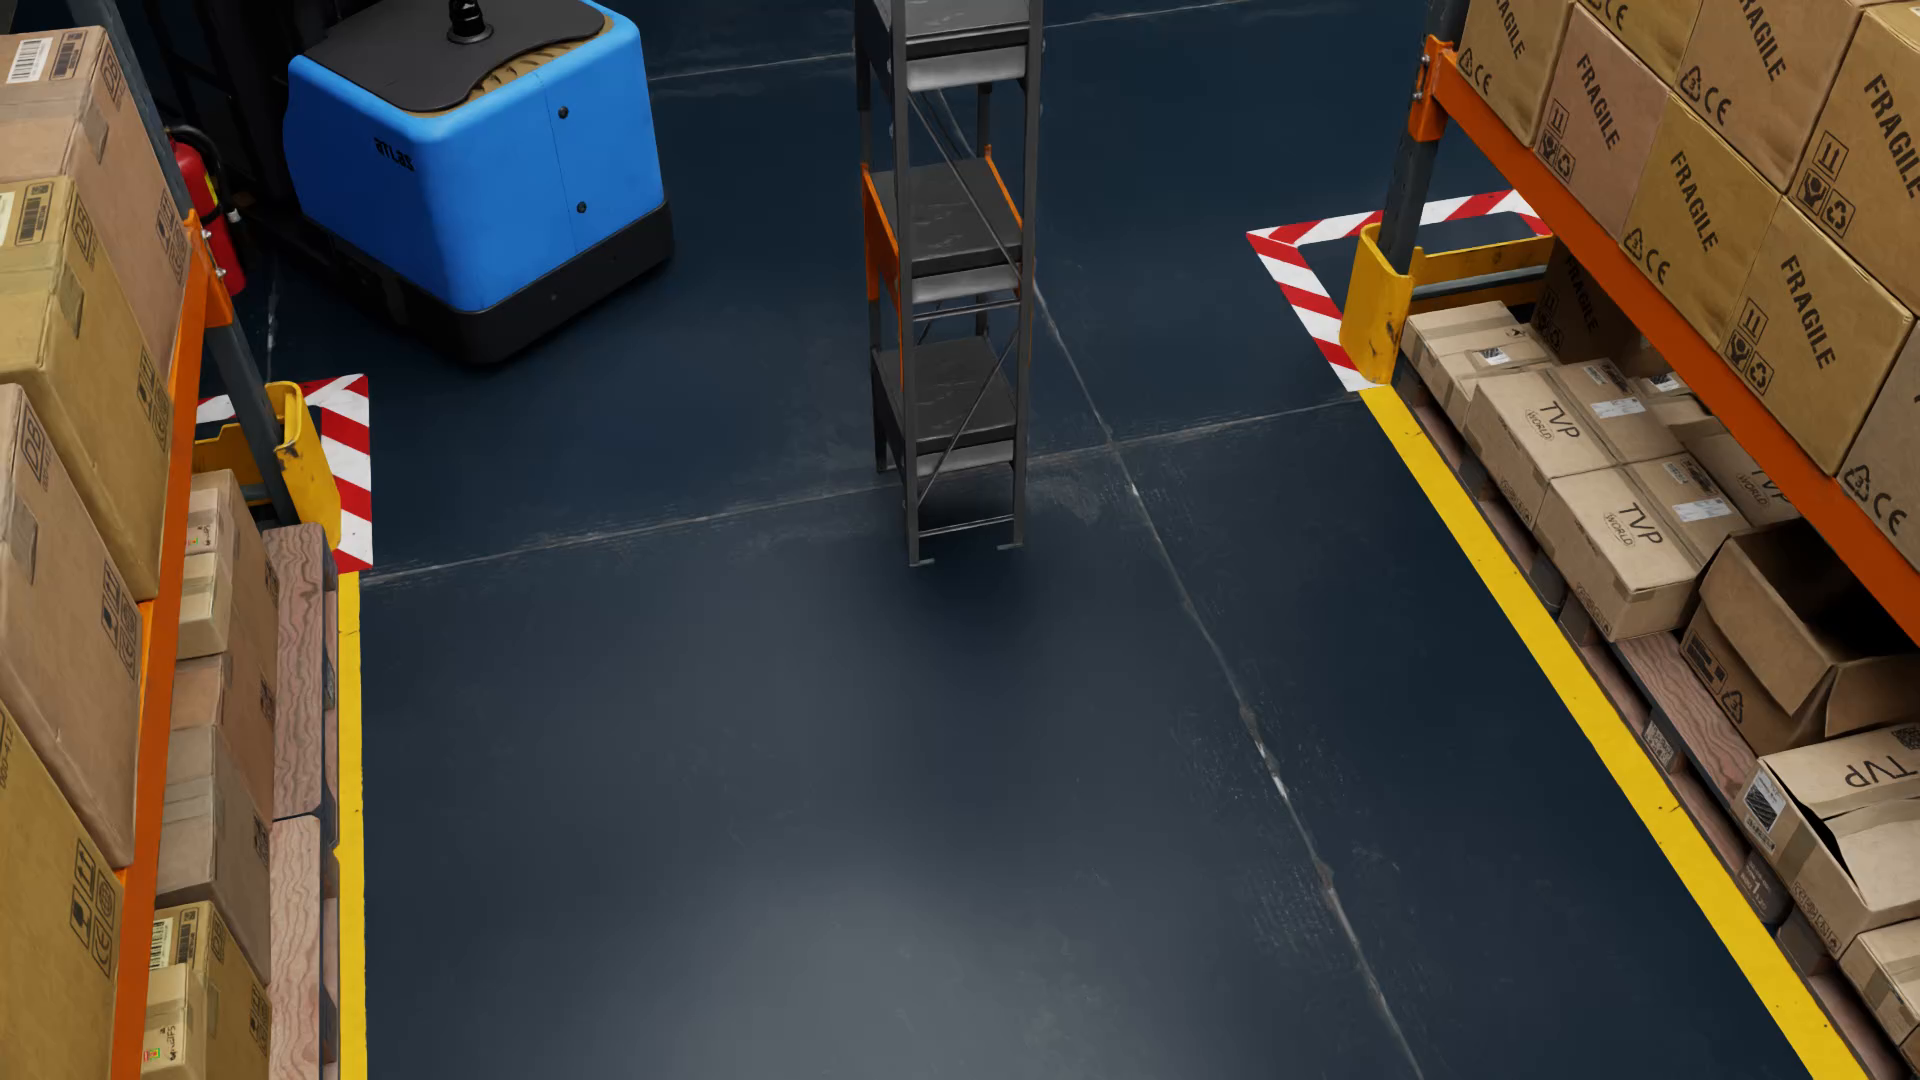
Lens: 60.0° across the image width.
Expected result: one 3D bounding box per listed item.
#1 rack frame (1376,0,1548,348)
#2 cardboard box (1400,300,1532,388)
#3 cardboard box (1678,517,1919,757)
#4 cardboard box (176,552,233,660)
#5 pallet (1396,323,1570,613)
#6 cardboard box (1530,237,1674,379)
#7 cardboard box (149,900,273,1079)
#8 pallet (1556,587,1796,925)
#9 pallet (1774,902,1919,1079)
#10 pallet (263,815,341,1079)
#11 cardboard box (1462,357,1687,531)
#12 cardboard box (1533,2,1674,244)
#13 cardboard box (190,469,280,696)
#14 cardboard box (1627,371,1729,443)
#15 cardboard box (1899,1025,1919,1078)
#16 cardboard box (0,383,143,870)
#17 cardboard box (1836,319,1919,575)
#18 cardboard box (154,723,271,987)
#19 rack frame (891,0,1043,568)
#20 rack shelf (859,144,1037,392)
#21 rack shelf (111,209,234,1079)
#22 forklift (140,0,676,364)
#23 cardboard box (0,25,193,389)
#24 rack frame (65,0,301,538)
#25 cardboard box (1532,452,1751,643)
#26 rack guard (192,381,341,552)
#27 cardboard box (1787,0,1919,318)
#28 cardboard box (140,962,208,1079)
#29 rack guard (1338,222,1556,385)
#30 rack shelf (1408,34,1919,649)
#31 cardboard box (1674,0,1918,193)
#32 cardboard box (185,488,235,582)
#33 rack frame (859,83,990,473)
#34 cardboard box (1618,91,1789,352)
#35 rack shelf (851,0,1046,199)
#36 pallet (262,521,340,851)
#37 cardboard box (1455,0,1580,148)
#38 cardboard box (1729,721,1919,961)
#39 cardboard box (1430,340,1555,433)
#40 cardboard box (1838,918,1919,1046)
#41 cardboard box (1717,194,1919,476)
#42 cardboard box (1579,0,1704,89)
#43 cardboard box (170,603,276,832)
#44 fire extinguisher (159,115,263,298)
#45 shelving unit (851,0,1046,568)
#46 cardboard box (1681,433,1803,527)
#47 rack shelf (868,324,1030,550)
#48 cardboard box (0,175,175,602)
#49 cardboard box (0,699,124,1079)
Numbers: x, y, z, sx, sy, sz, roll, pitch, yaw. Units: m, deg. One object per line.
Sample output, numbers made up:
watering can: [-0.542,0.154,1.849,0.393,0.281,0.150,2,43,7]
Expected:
rack frame: [2.059,-1.909,5.521,1.000,3.000,0.127,-11,47,-10]
cardboard box: [1.834,-0.713,6.037,0.380,0.149,0.250,-11,47,-10]
cardboard box: [2.597,0.276,4.819,0.797,0.503,0.637,-11,47,-10]
cardboard box: [-2.177,0.197,4.459,0.380,0.149,0.250,-10,46,-9]
pallet: [2.284,-0.330,5.926,1.003,0.211,1.213,-11,47,-10]
cardboard box: [2.437,-0.858,5.933,0.500,0.500,0.500,-11,47,-10]
cardboard box: [-2.051,1.251,3.880,0.700,0.500,0.500,-10,46,-9]
pallet: [2.593,0.510,5.102,1.003,0.211,1.213,-11,47,-10]
pallet: [2.908,1.354,4.275,1.003,0.211,1.213,-11,47,-10]
pallet: [-2.139,1.354,4.276,1.003,0.211,1.213,-11,47,-10]
cardboard box: [2.052,-0.328,5.589,0.500,0.250,0.500,-11,47,-10]
cardboard box: [2.055,-1.234,4.790,0.500,0.500,0.500,-11,47,-11]
cardboard box: [-2.452,0.192,4.918,0.700,0.500,0.500,-11,47,-10]
cardboard box: [2.453,-0.445,5.762,0.380,0.166,0.250,-11,47,-10]
cardboard box: [2.663,1.232,3.885,0.500,0.500,0.500,-11,47,-10]
cardboard box: [-2.205,0.273,3.173,0.980,0.700,0.700,-13,47,-12]
cardboard box: [2.440,-0.191,3.767,0.500,0.500,0.500,-10,46,-9]
cardboard box: [-2.195,0.885,4.239,0.700,0.500,0.500,-12,47,-12]
rack frame: [0.020,-0.681,4.947,0.400,2.100,0.015,-11,47,-10]
rack shelf: [-0.042,-0.840,5.122,0.431,0.518,0.480,-11,47,-10]
rack shelf: [-2.216,0.632,3.534,1.077,0.370,4.000,-11,47,-10]
forklift: [-2.623,-2.591,6.237,3.031,2.935,1.130,31,53,27]
cardboard box: [-2.588,-0.756,4.180,0.980,0.700,0.700,-9,46,-9]
rack frame: [-2.728,-1.001,4.631,1.000,3.000,0.127,-11,47,-10]
cardboard box: [2.180,0.017,5.250,0.500,0.250,0.500,-11,47,-10]
rack guard: [-2.734,-0.143,5.540,1.175,0.500,0.348,-11,47,-10]
cardboard box: [2.313,-0.883,3.745,0.500,0.500,0.500,-11,47,-11]
cardboard box: [-1.842,1.096,3.577,0.380,0.149,0.250,-12,47,-11]
rack guard: [2.079,-0.982,6.362,1.175,0.500,0.348,-11,47,-10]
rack shelf: [2.571,-0.277,4.425,1.077,0.370,4.000,-11,47,-10]
cardboard box: [2.183,-1.234,4.089,0.500,0.500,0.500,-10,46,-10]
cardboard box: [-2.243,0.020,4.632,0.380,0.149,0.250,-11,47,-11]
rack frame: [-0.105,-1.018,5.277,0.400,2.100,0.015,-11,47,-10]
cardboard box: [2.181,-0.887,4.449,0.500,0.500,0.500,-11,47,-10]
rack shelf: [-0.042,-1.330,4.622,0.431,0.518,0.480,-11,47,-10]
pallet: [-2.448,0.513,5.100,1.003,0.211,1.213,-11,47,-10]
cardboard box: [1.918,-1.590,5.138,0.500,0.500,0.500,-10,46,-9]
cardboard box: [2.471,0.780,4.460,0.500,0.311,0.500,-11,47,-10]
cardboard box: [1.898,-0.547,5.862,0.380,0.166,0.250,-11,47,-10]
cardboard box: [2.509,1.107,4.253,0.380,0.149,0.250,-11,47,-10]
cardboard box: [2.307,-0.542,4.111,0.500,0.500,0.500,-10,46,-10]
cardboard box: [2.059,-1.580,4.428,0.500,0.500,0.500,-10,46,-10]
cardboard box: [-2.324,0.537,4.579,0.700,0.500,0.500,-11,47,-10]
fire extinguisher: [-2.321,-1.032,4.976,0.296,0.674,0.183,-11,47,-10]
shelving unit: [-0.042,-0.849,5.112,0.431,2.100,0.503,-11,47,-10]
cardboard box: [2.651,-0.109,5.374,0.500,0.250,0.500,-11,47,-10]
rack shelf: [-0.042,-0.350,5.622,0.431,0.518,0.480,-11,47,-10]
cardboard box: [-2.391,-0.255,3.690,0.980,0.700,0.700,-11,47,-11]
cardboard box: [-2.009,0.773,2.682,0.980,0.700,0.700,-12,47,-11]
